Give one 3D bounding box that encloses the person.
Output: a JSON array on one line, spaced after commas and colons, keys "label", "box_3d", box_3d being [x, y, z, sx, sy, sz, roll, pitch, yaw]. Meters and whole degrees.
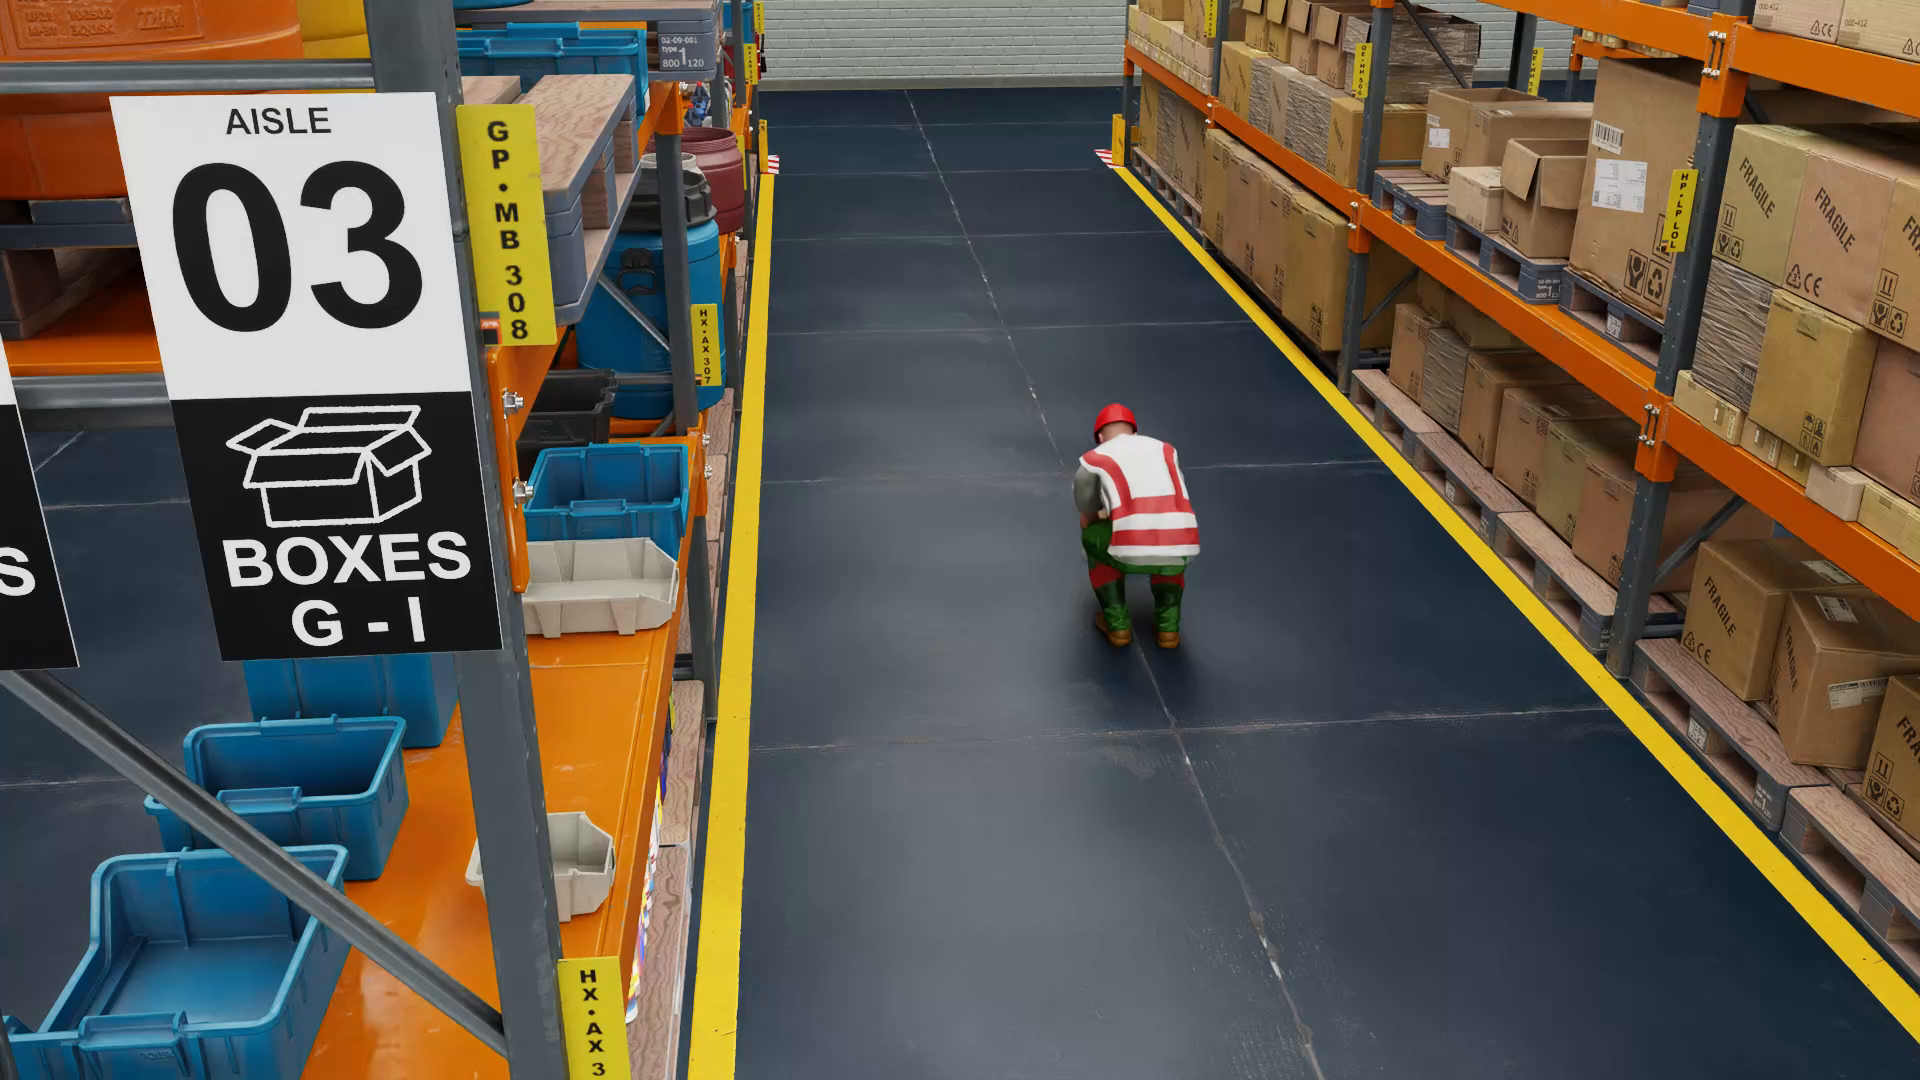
[{"label": "person", "box_3d": [0.808, -0.054, 7.699, 0.536, 0.993, 0.904, -3, 24, -6]}]
